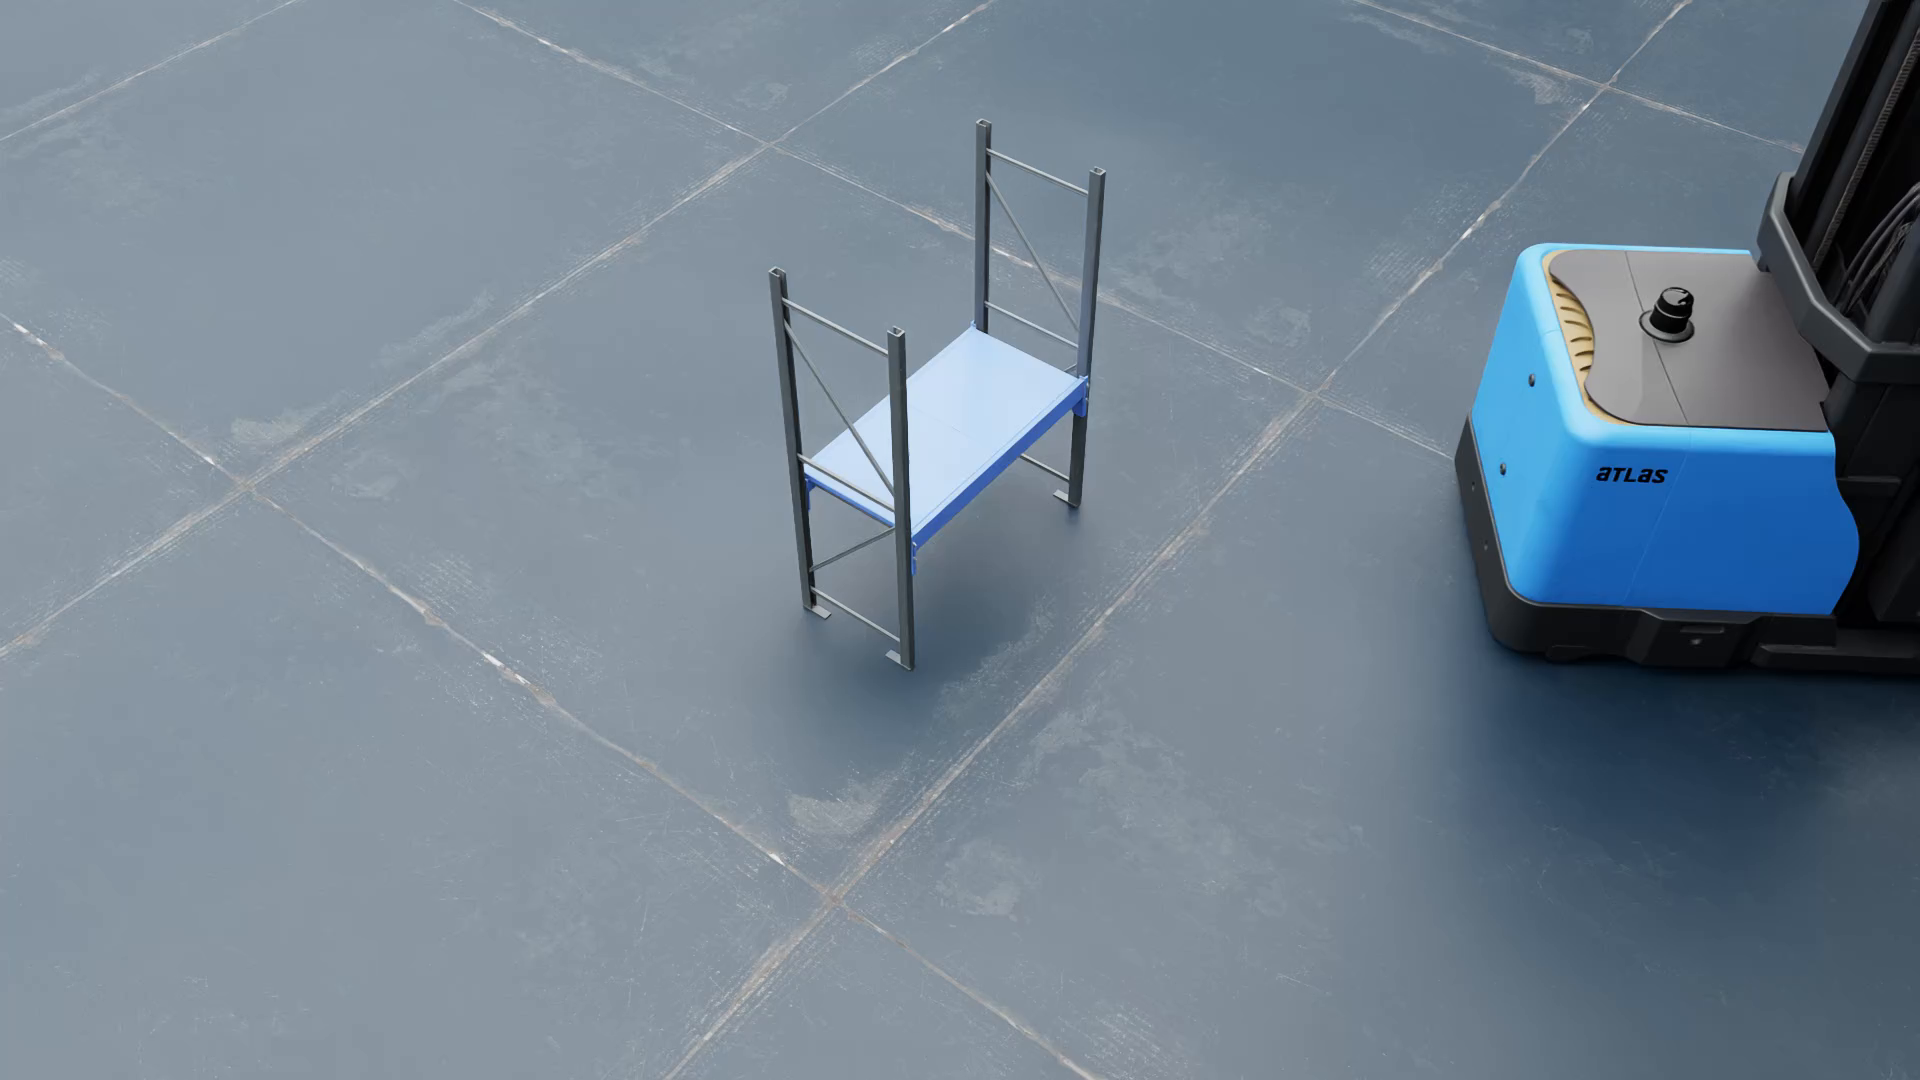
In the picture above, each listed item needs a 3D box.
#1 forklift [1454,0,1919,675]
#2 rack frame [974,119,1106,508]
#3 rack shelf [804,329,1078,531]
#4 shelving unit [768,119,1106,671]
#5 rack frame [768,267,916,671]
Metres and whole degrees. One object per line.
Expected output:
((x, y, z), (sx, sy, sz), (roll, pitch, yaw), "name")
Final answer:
((3.402, -0.896, 5.079), (3.031, 2.935, 1.130), (2, 46, 2), "forklift")
((0.259, -0.760, 5.939), (0.500, 1.500, 0.032), (29, 53, 25), "rack frame")
((-0.052, -0.379, 5.756), (0.459, 0.062, 0.952), (29, 53, 25), "rack shelf")
((-0.052, -0.469, 5.661), (0.500, 1.500, 1.048), (29, 53, 25), "shelving unit")
((-0.363, -0.178, 5.383), (0.500, 1.500, 0.032), (29, 53, 25), "rack frame")
